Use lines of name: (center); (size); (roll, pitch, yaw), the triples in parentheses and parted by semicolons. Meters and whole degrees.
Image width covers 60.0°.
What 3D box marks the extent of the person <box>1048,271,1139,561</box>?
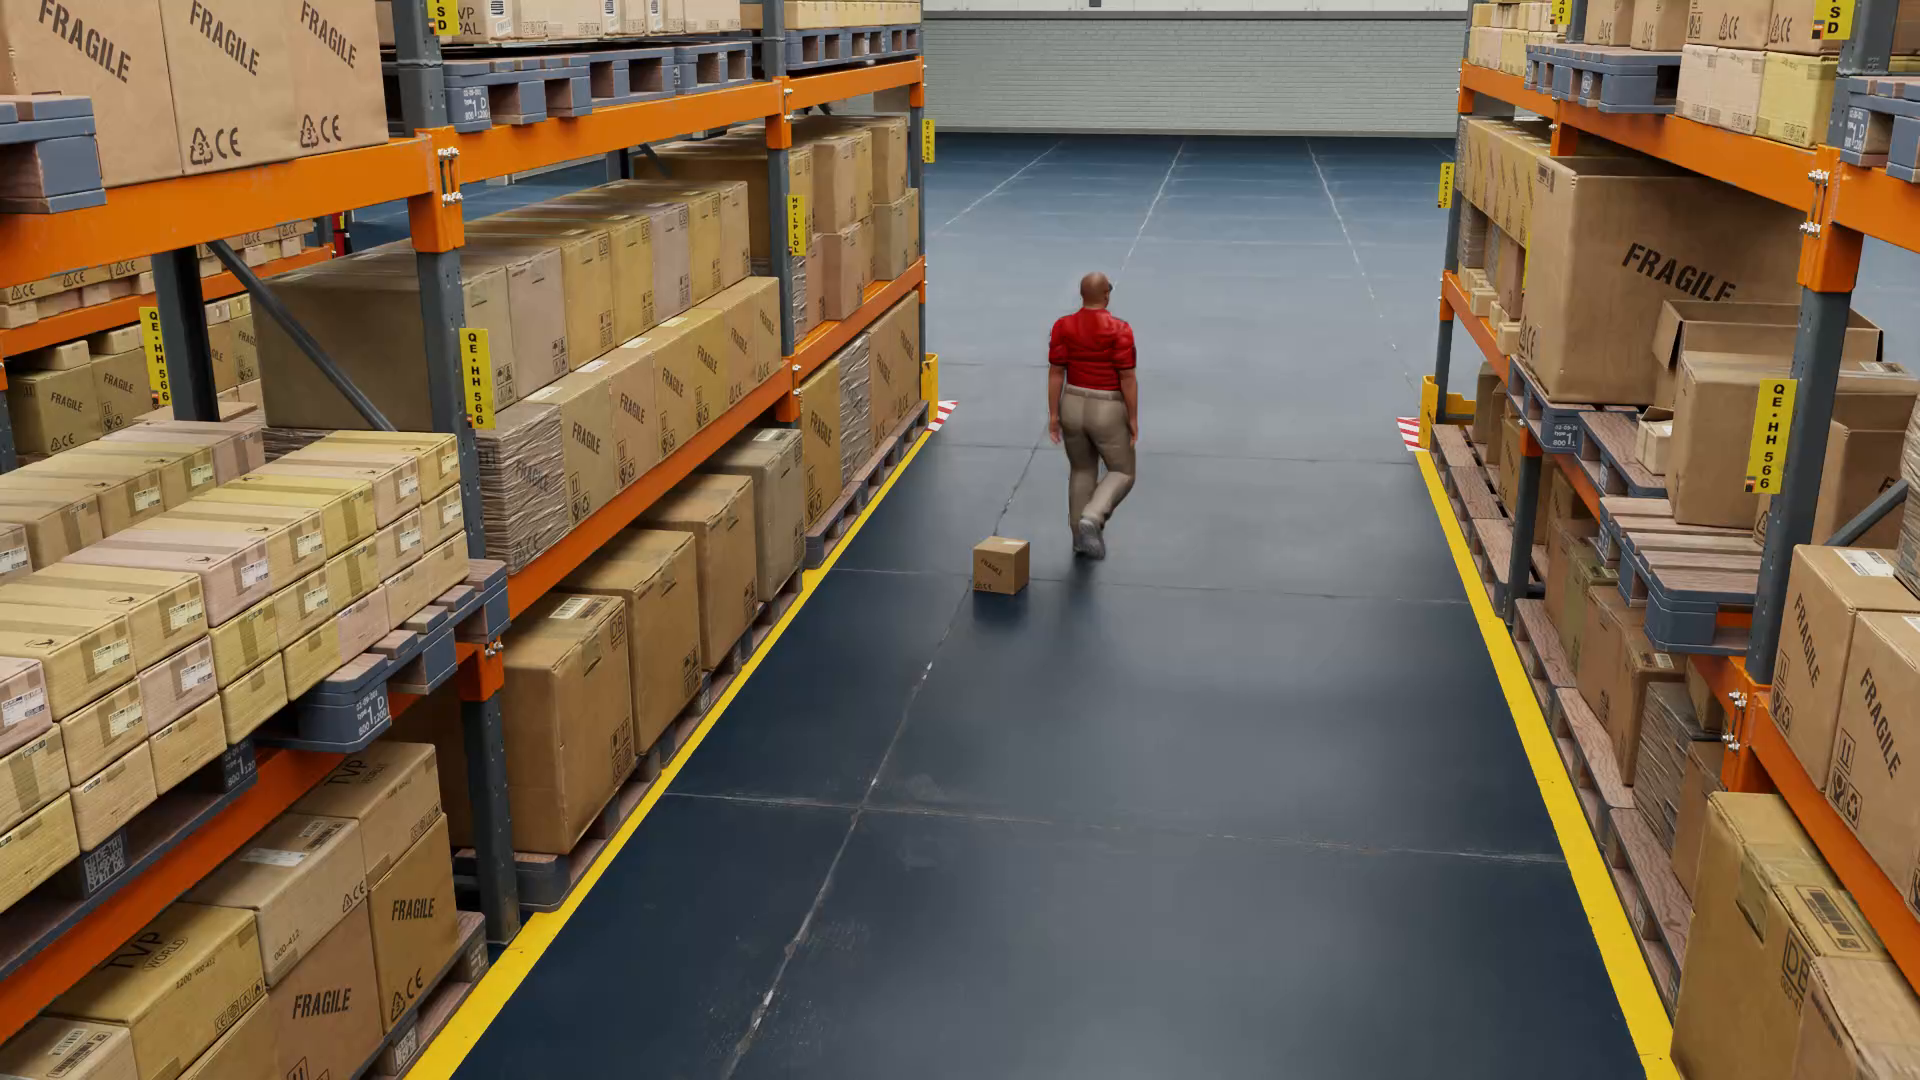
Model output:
person: (0.777, -0.723, 9.773); (0.547, 1.709, 0.661); (9, 20, 26)
